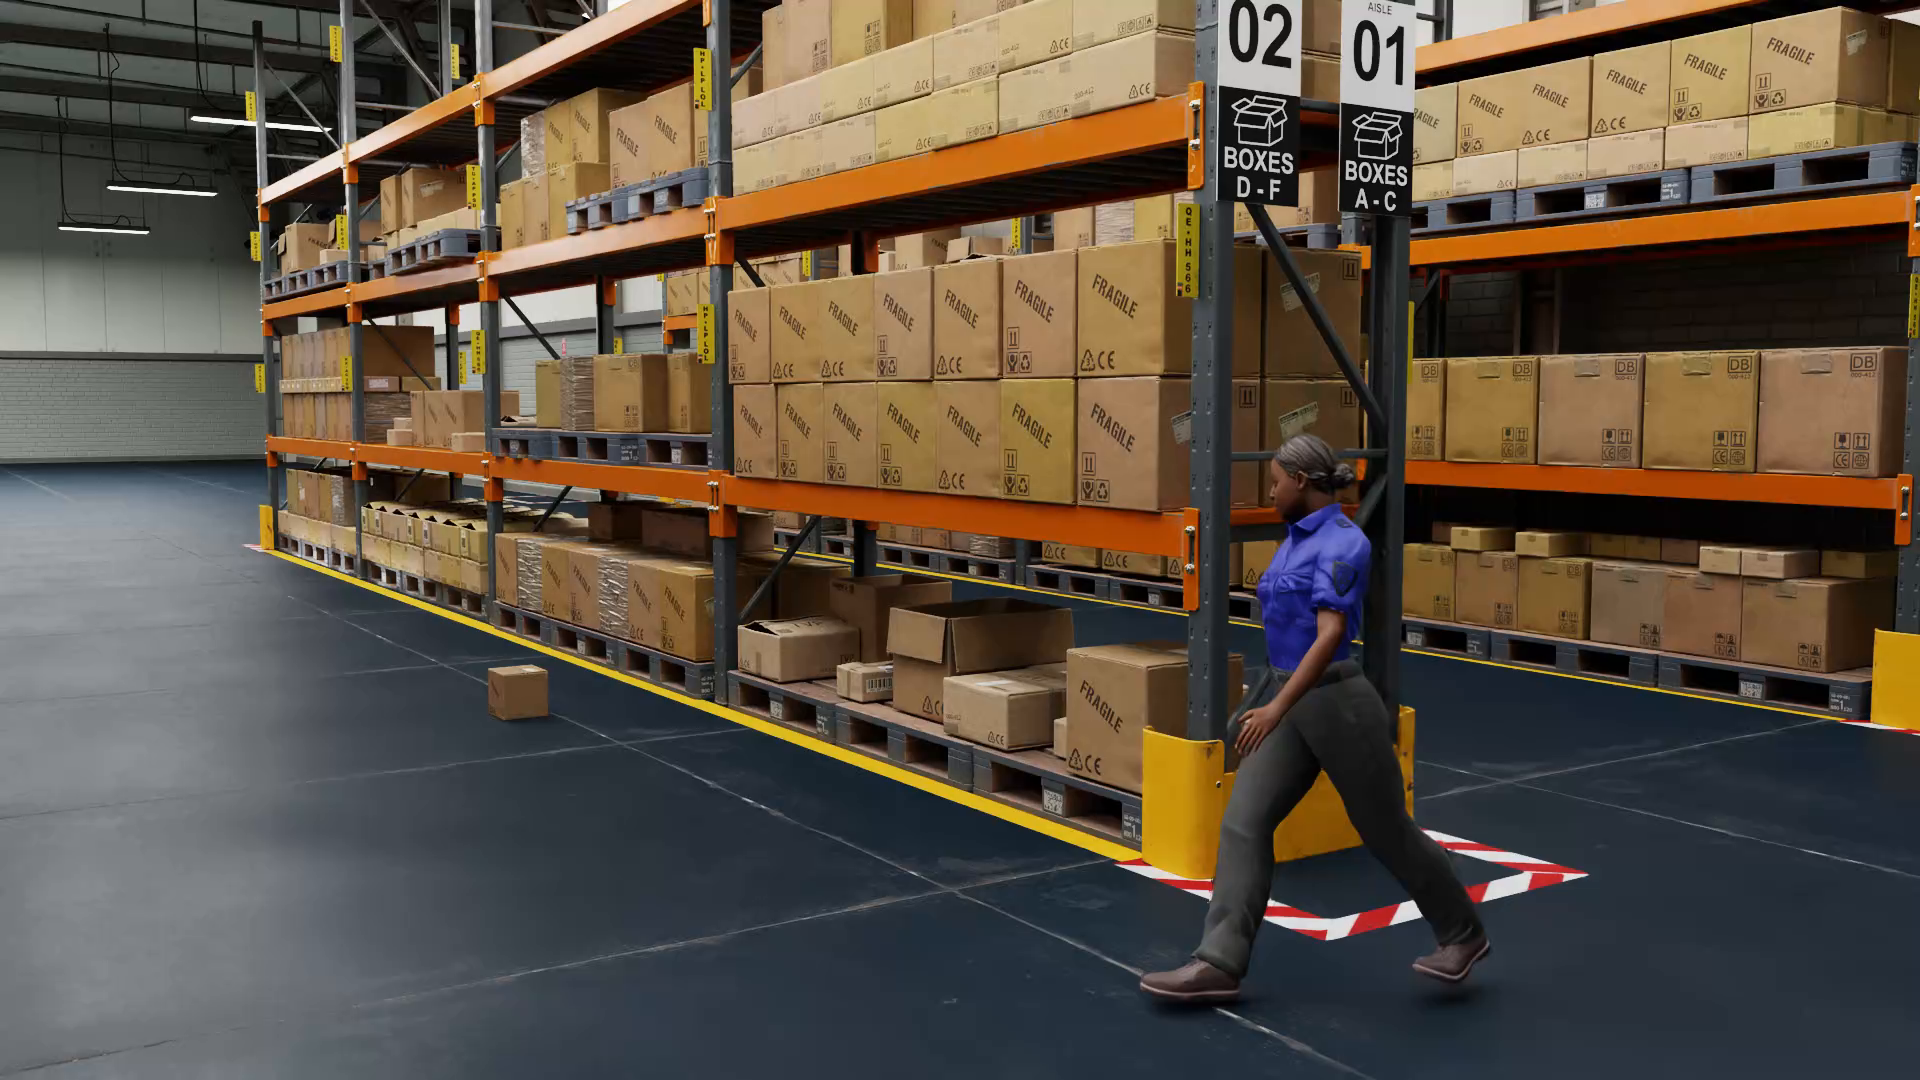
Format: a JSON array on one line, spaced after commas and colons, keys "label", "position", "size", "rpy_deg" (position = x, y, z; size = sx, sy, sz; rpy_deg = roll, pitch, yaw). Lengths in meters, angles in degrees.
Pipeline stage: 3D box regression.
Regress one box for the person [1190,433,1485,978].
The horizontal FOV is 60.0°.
[{"label": "person", "position": [1.078, 0.472, 4.756], "size": [0.865, 1.552, 0.480], "rpy_deg": [-2, 5, -18]}]
